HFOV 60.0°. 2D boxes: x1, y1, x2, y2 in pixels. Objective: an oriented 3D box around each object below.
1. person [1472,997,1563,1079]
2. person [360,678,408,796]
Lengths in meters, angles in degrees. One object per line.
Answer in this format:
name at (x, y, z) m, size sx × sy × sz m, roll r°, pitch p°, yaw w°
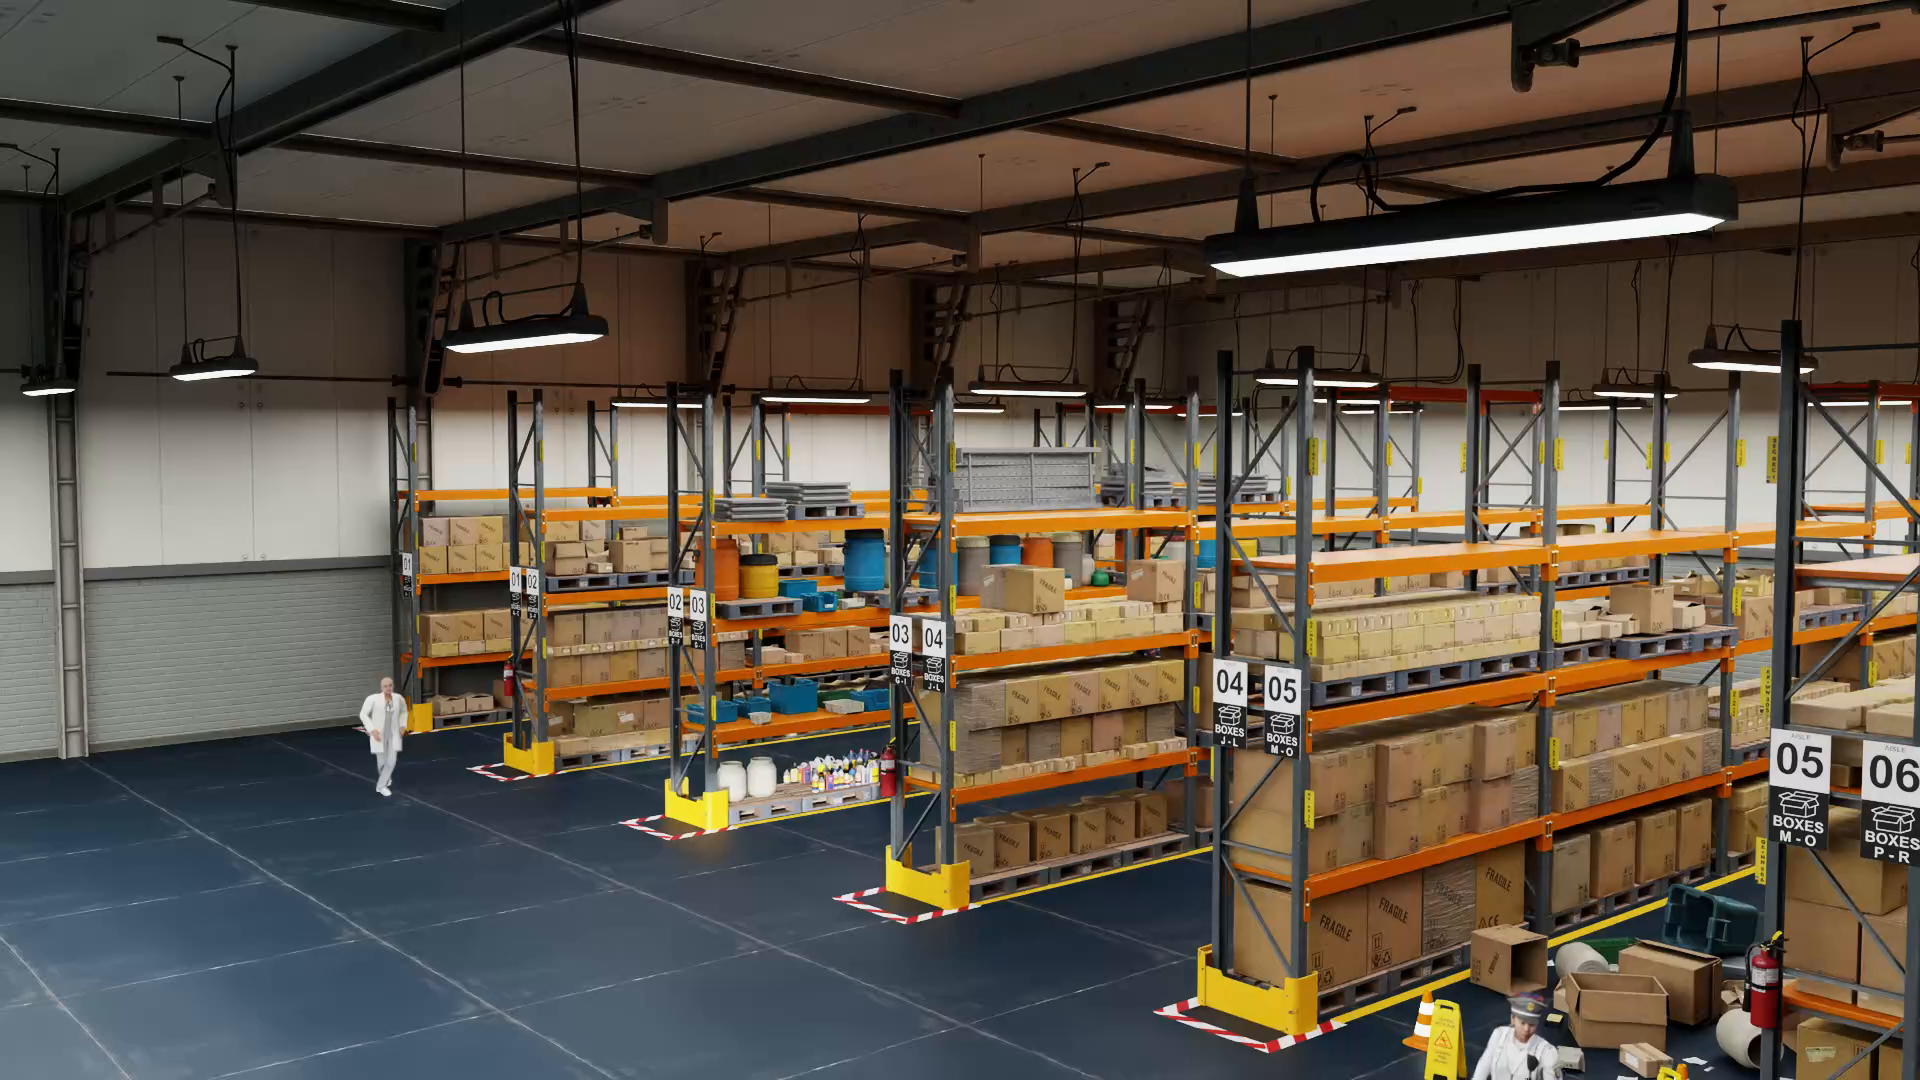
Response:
person at (3.657, 3.712, 10.891) m, size 0.674 × 1.616 × 0.705 m, roll 2°, pitch 4°, yaw 32°
person at (-8.504, 2.878, 24.560) m, size 0.703 × 1.730 × 0.649 m, roll -2°, pitch 4°, yaw -28°
